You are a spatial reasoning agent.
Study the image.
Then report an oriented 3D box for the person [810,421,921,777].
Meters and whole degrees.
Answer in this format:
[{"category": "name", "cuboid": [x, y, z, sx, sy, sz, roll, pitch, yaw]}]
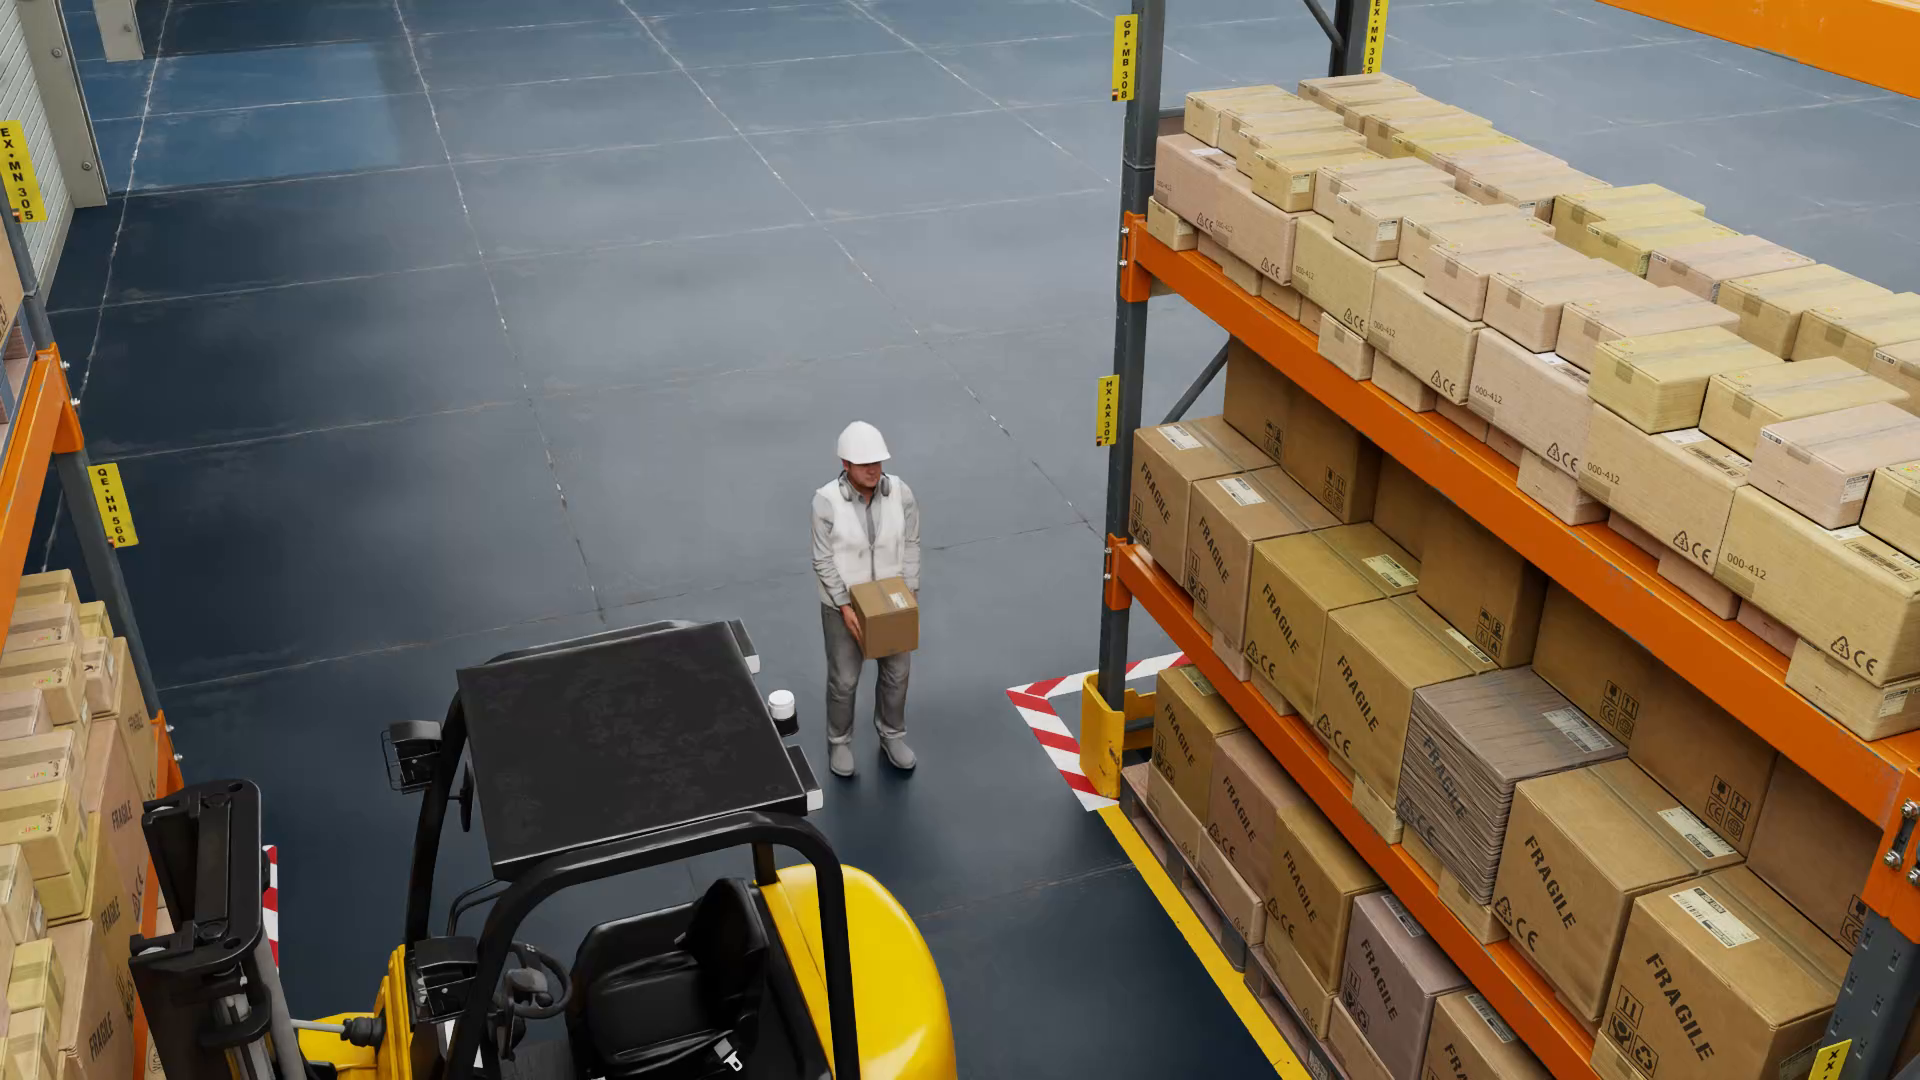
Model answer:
[{"category": "person", "cuboid": [-0.416, 0.295, 7.794, 0.532, 1.779, 0.522, -11, 31, -18]}]
